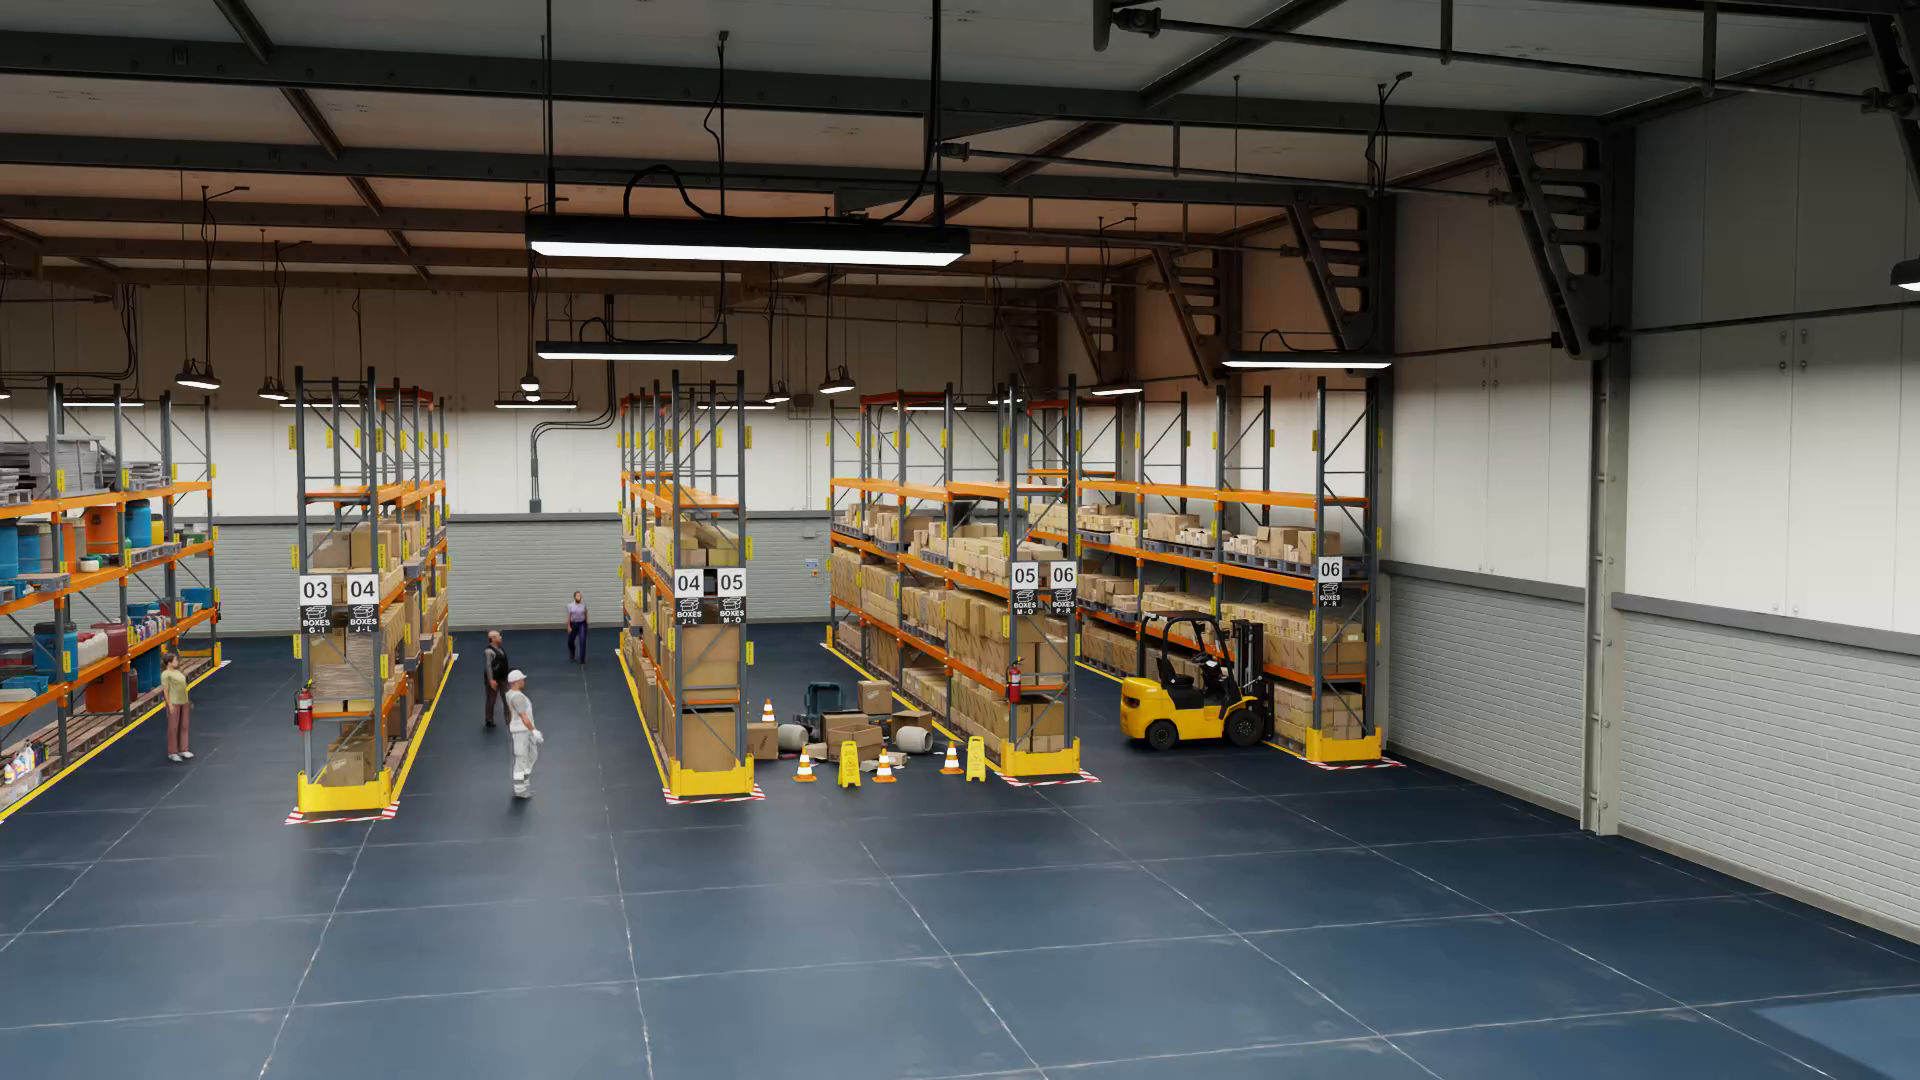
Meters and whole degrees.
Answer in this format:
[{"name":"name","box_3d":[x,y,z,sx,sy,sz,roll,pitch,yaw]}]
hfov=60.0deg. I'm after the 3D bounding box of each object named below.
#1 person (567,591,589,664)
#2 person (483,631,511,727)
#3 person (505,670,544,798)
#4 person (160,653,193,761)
[{"name":"person","box_3d":[-8.588,1.953,37.365,0.471,1.614,0.646,-1,3,-10]},{"name":"person","box_3d":[-8.043,2.430,28.934,0.661,1.714,0.566,3,4,37]},{"name":"person","box_3d":[-6.110,2.719,23.411,0.603,1.805,0.618,0,3,0]},{"name":"person","box_3d":[-12.346,2.627,26.252,0.473,1.672,0.491,1,4,21]}]
